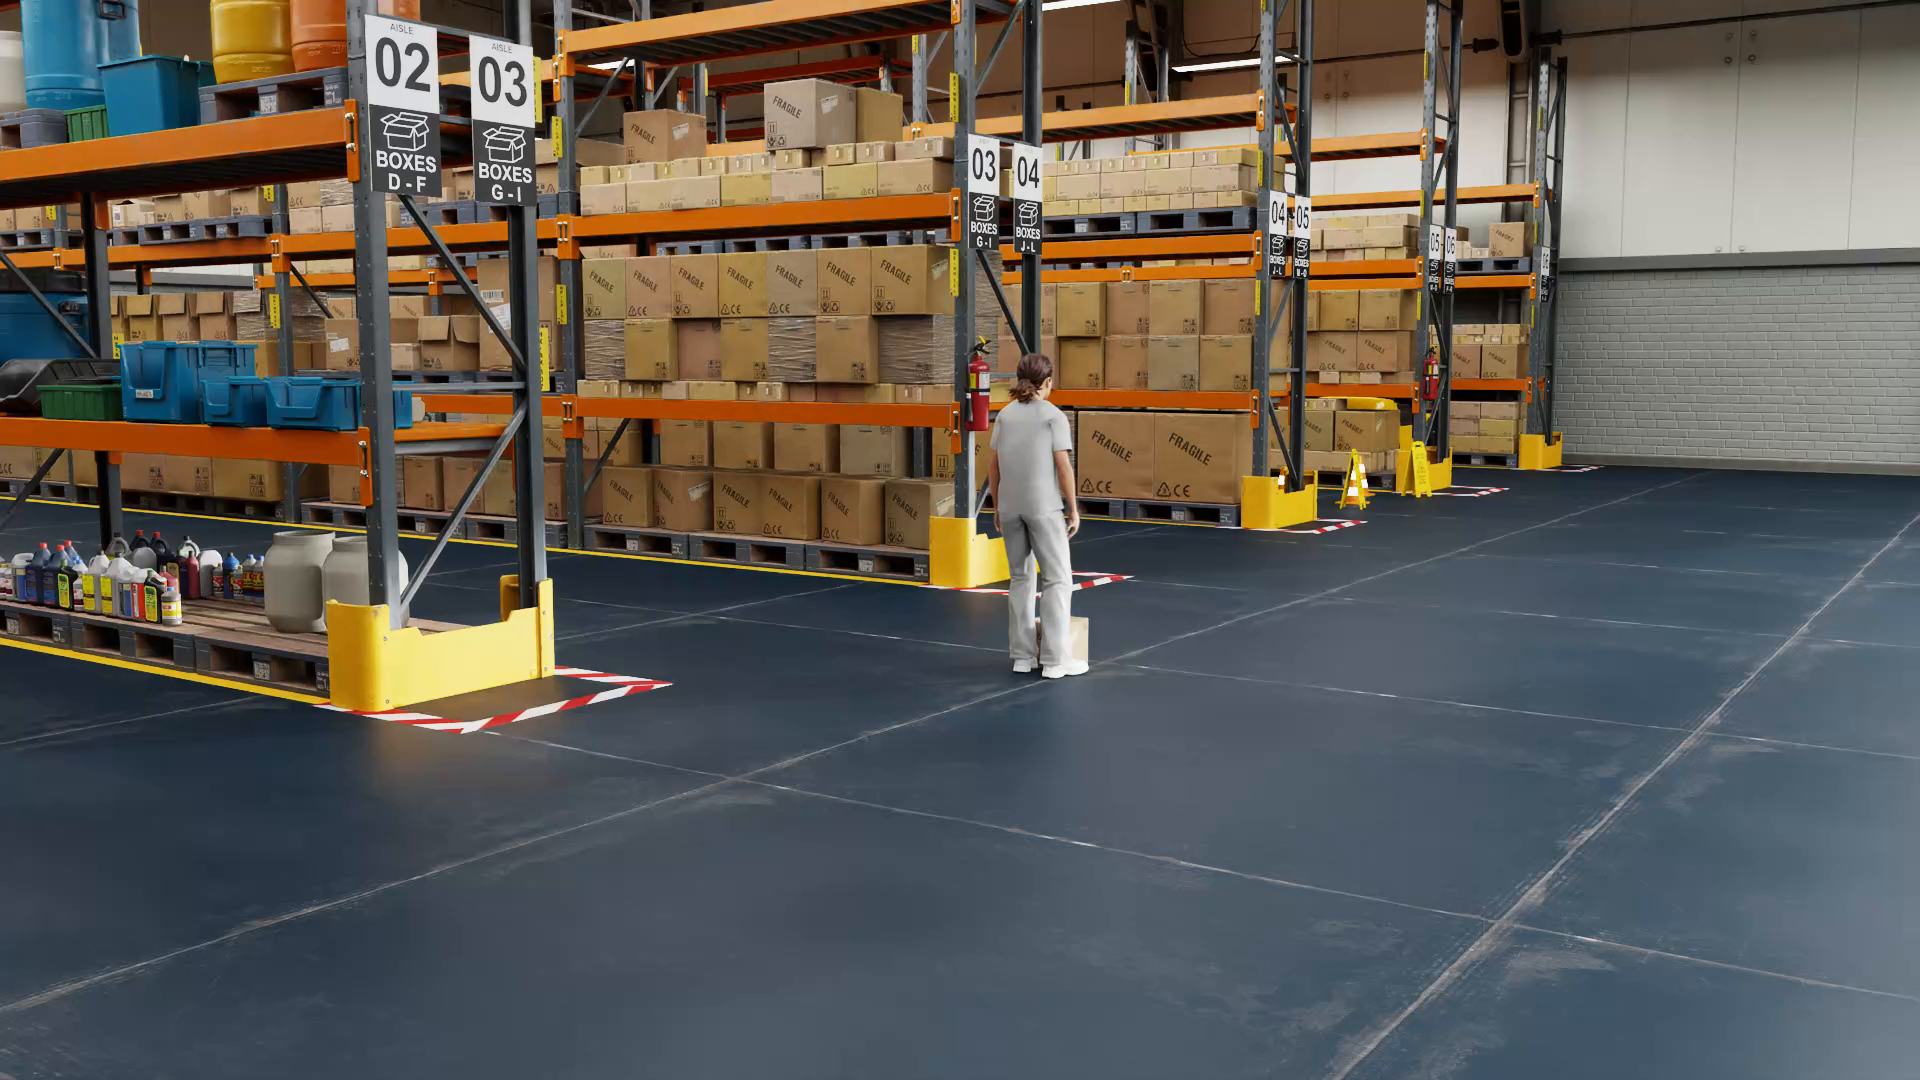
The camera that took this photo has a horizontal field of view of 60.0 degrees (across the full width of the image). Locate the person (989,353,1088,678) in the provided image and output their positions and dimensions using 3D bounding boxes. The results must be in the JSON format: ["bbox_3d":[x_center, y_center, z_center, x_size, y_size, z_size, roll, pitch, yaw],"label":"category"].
[{"bbox_3d":[0.402,-0.136,8.689,0.511,1.673,0.407,4,7,31],"label":"person"}]
